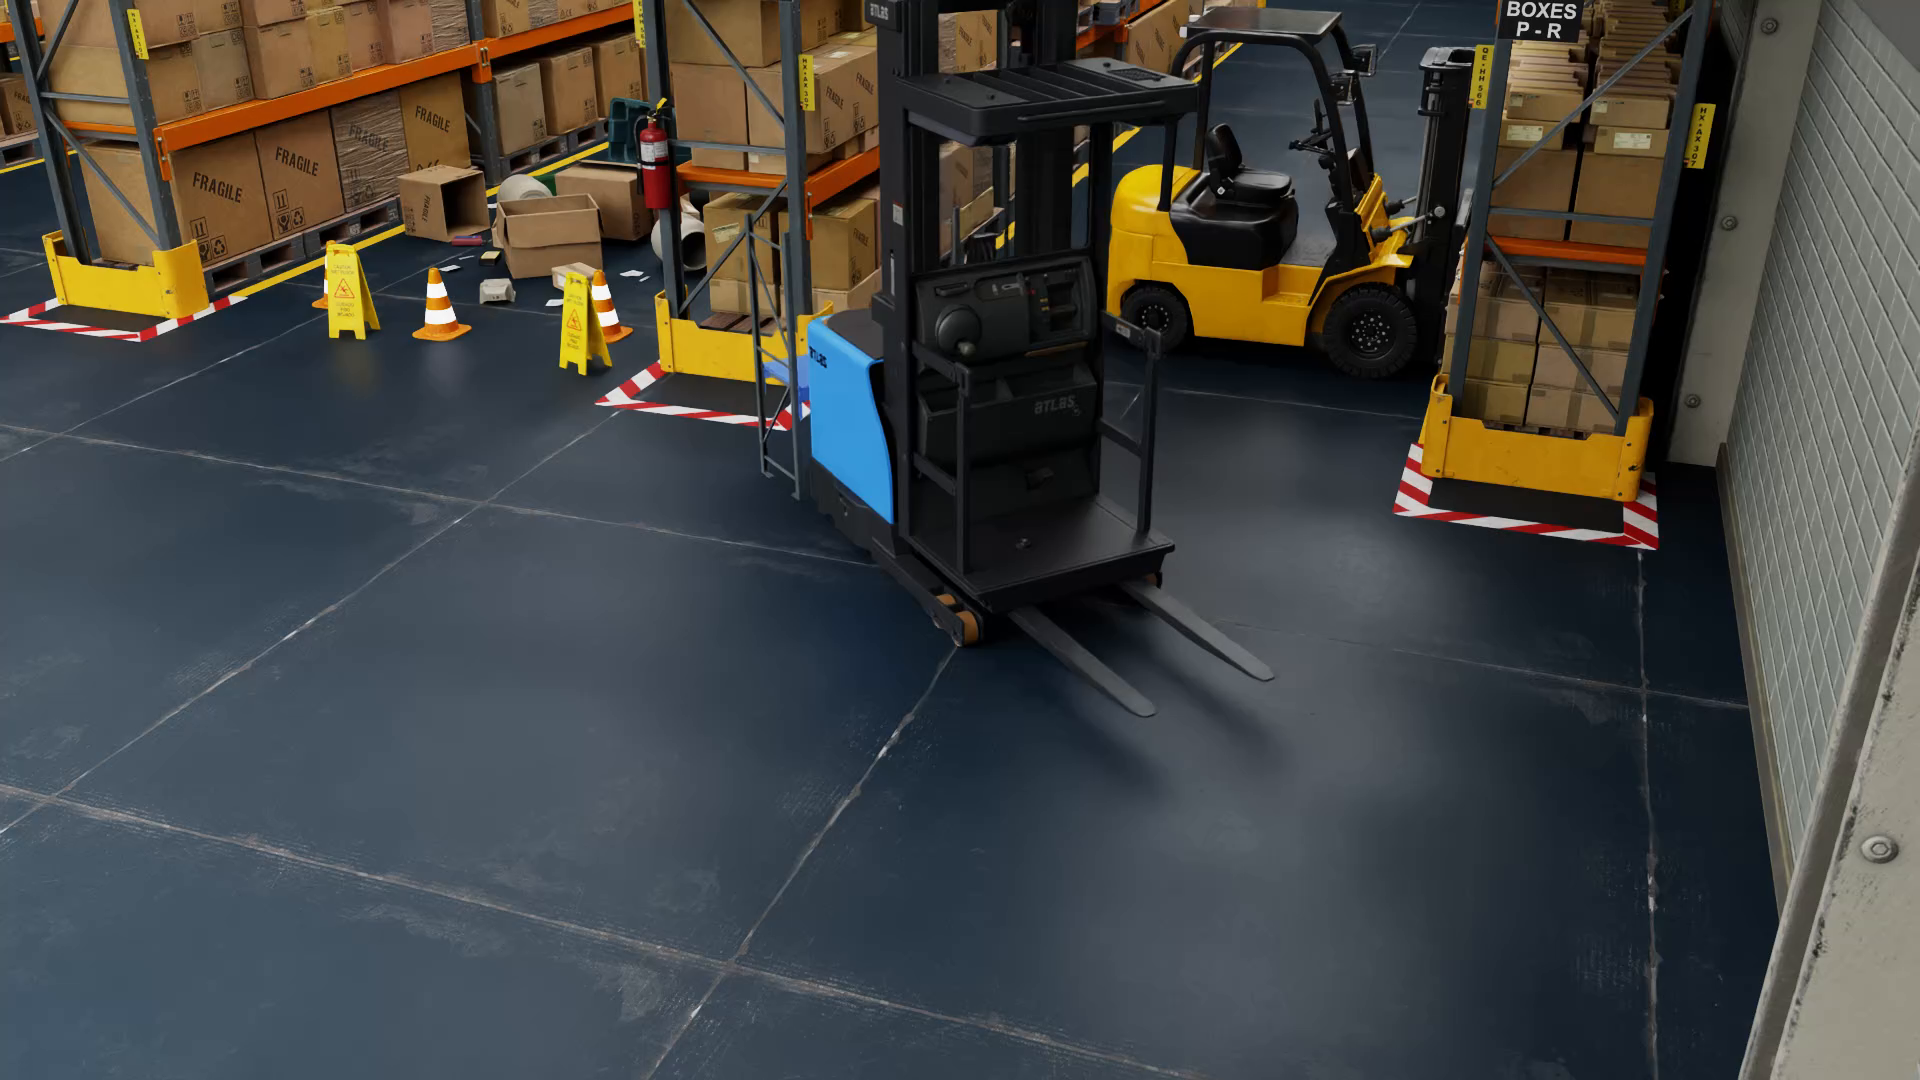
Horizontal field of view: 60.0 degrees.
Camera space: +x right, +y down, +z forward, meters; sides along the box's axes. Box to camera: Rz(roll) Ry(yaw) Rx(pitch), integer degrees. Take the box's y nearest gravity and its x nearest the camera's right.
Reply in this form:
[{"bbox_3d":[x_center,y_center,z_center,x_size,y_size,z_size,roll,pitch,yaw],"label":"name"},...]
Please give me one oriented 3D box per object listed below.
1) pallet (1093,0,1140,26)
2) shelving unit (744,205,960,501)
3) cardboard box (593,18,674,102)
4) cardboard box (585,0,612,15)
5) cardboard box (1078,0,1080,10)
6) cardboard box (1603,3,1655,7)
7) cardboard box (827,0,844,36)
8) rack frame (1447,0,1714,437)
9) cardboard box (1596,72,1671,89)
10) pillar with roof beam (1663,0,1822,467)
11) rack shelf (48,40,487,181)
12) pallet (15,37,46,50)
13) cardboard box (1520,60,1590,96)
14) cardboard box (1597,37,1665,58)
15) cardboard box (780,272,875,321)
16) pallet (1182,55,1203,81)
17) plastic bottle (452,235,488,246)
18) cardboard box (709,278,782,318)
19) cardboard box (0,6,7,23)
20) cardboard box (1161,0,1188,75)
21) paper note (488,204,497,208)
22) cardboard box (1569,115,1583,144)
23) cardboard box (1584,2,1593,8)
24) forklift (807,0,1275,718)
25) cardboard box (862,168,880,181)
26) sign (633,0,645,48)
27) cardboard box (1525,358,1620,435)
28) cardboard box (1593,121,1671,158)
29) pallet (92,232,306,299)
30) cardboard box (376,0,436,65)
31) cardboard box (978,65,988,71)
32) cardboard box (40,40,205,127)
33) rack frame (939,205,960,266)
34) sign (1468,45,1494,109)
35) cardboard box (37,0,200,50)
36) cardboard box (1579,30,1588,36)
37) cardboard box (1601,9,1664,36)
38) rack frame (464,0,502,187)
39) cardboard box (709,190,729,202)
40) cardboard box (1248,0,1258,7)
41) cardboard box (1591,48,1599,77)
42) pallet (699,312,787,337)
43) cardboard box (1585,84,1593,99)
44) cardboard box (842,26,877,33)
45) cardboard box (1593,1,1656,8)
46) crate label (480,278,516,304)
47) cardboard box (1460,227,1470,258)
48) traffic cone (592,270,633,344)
[{"bbox_3d":[1.090,-5.328,16.533,1.213,0.211,1.003,9,27,17],"label":"pallet"},{"bbox_3d":[-0.572,-1.101,9.289,1.048,1.500,0.538,-15,28,-28],"label":"shelving unit"},{"bbox_3d":[-3.763,-5.339,18.434,1.050,0.750,0.750,8,27,17],"label":"cardboard box"},{"bbox_3d":[-3.872,-5.599,16.757,0.500,0.500,0.500,9,27,18],"label":"cardboard box"},{"bbox_3d":[0.898,-4.982,15.404,0.380,0.149,0.250,8,27,16],"label":"cardboard box"},{"bbox_3d":[5.119,-4.017,12.744,0.380,0.149,0.250,9,27,17],"label":"cardboard box"},{"bbox_3d":[-1.223,-3.737,11.424,0.700,0.500,0.500,8,27,17],"label":"cardboard box"},{"bbox_3d":[3.246,-1.717,8.855,1.000,3.000,0.127,9,27,17],"label":"rack frame"},{"bbox_3d":[3.753,-2.508,9.288,0.380,0.149,0.250,9,27,18],"label":"cardboard box"},{"bbox_3d":[0.268,-5.197,9.158,9.100,9.000,0.400,9,27,17],"label":"pillar with roof beam"},{"bbox_3d":[-5.472,-3.610,13.589,1.077,0.370,4.000,9,27,17],"label":"rack shelf"},{"bbox_3d":[-12.566,-6.953,22.869,1.003,0.211,1.213,9,27,17],"label":"pallet"},{"bbox_3d":[3.434,-2.675,9.632,0.380,0.149,0.250,9,27,18],"label":"cardboard box"},{"bbox_3d":[4.186,-3.036,10.377,0.380,0.149,0.250,10,27,19],"label":"cardboard box"},{"bbox_3d":[-0.906,-1.678,11.448,0.500,0.250,0.500,9,27,17],"label":"cardboard box"},{"bbox_3d":[2.372,-5.784,20.454,1.003,0.211,1.213,9,27,17],"label":"pallet"},{"bbox_3d":[-4.063,-2.487,13.816,0.283,0.061,0.133,0,26,-1],"label":"plastic bottle"},{"bbox_3d":[-1.412,-1.768,11.633,0.500,0.250,0.500,9,27,17],"label":"cardboard box"},{"bbox_3d":[-9.476,-5.077,16.082,0.380,0.149,0.250,9,27,17],"label":"cardboard box"},{"bbox_3d":[2.133,-5.961,19.576,0.875,0.875,0.875,10,27,19],"label":"cardboard box"},{"bbox_3d":[-4.176,-3.012,14.935,0.147,0.020,0.142,-9,27,-18],"label":"paper note"},{"bbox_3d":[3.344,-2.214,9.767,0.500,0.500,0.500,10,27,19],"label":"cardboard box"},{"bbox_3d":[4.682,-4.072,12.859,0.380,0.149,0.250,9,27,17],"label":"cardboard box"},{"bbox_3d":[0.325,-1.048,7.552,1.130,2.935,3.031,-13,29,-25],"label":"forklift"},{"bbox_3d":[-0.555,-2.446,12.173,0.500,0.500,0.500,9,27,18],"label":"cardboard box"},{"bbox_3d":[-1.952,-3.188,10.200,0.100,0.325,0.005,9,27,17],"label":"sign"},{"bbox_3d":[3.594,-0.842,9.721,0.500,0.250,0.500,9,27,18],"label":"cardboard box"},{"bbox_3d":[3.604,-2.156,8.902,0.380,0.149,0.250,8,27,16],"label":"cardboard box"},{"bbox_3d":[-5.945,-2.197,13.045,1.003,0.211,1.213,9,27,17],"label":"pallet"},{"bbox_3d":[-5.079,-4.441,14.307,0.875,0.550,0.550,9,27,17],"label":"cardboard box"},{"bbox_3d":[-0.001,-3.686,13.210,0.380,0.149,0.250,9,27,19],"label":"cardboard box"},{"bbox_3d":[-6.057,-3.338,12.031,0.875,0.550,0.550,9,27,17],"label":"cardboard box"},{"bbox_3d":[-0.137,-1.215,9.525,0.032,1.500,0.500,-15,28,-28],"label":"rack frame"},{"bbox_3d":[2.739,-2.429,8.725,0.100,0.325,0.005,9,27,17],"label":"sign"},{"bbox_3d":[-5.977,-3.812,11.770,0.875,0.550,0.550,9,27,17],"label":"cardboard box"},{"bbox_3d":[3.838,-3.203,10.723,0.380,0.149,0.250,9,27,17],"label":"cardboard box"},{"bbox_3d":[4.634,-3.560,11.460,0.380,0.149,0.250,8,27,16],"label":"cardboard box"},{"bbox_3d":[-4.806,-4.756,15.130,1.000,3.000,0.127,9,27,17],"label":"rack frame"},{"bbox_3d":[-1.744,-2.712,13.776,0.500,0.500,0.500,-14,29,-27],"label":"cardboard box"},{"bbox_3d":[3.763,-7.761,23.795,0.875,0.438,0.875,8,27,16],"label":"cardboard box"},{"bbox_3d":[4.346,-3.112,10.877,0.380,0.149,0.250,10,27,19],"label":"cardboard box"},{"bbox_3d":[-1.107,-1.540,11.689,1.003,0.211,1.213,9,27,17],"label":"pallet"},{"bbox_3d":[4.165,-2.556,10.473,0.500,0.500,0.500,9,27,18],"label":"cardboard box"},{"bbox_3d":[-0.517,-3.402,11.878,0.500,0.500,0.500,8,27,16],"label":"cardboard box"},{"bbox_3d":[5.509,-4.316,13.820,0.500,0.250,0.500,8,27,16],"label":"cardboard box"},{"bbox_3d":[-3.466,-1.864,12.443,0.250,0.136,0.298,-5,26,-9],"label":"crate label"},{"bbox_3d":[3.428,-1.773,10.495,0.500,0.250,0.500,9,27,18],"label":"cardboard box"},{"bbox_3d":[-2.509,-1.658,11.642,0.336,0.463,0.334,9,27,17],"label":"traffic cone"}]
